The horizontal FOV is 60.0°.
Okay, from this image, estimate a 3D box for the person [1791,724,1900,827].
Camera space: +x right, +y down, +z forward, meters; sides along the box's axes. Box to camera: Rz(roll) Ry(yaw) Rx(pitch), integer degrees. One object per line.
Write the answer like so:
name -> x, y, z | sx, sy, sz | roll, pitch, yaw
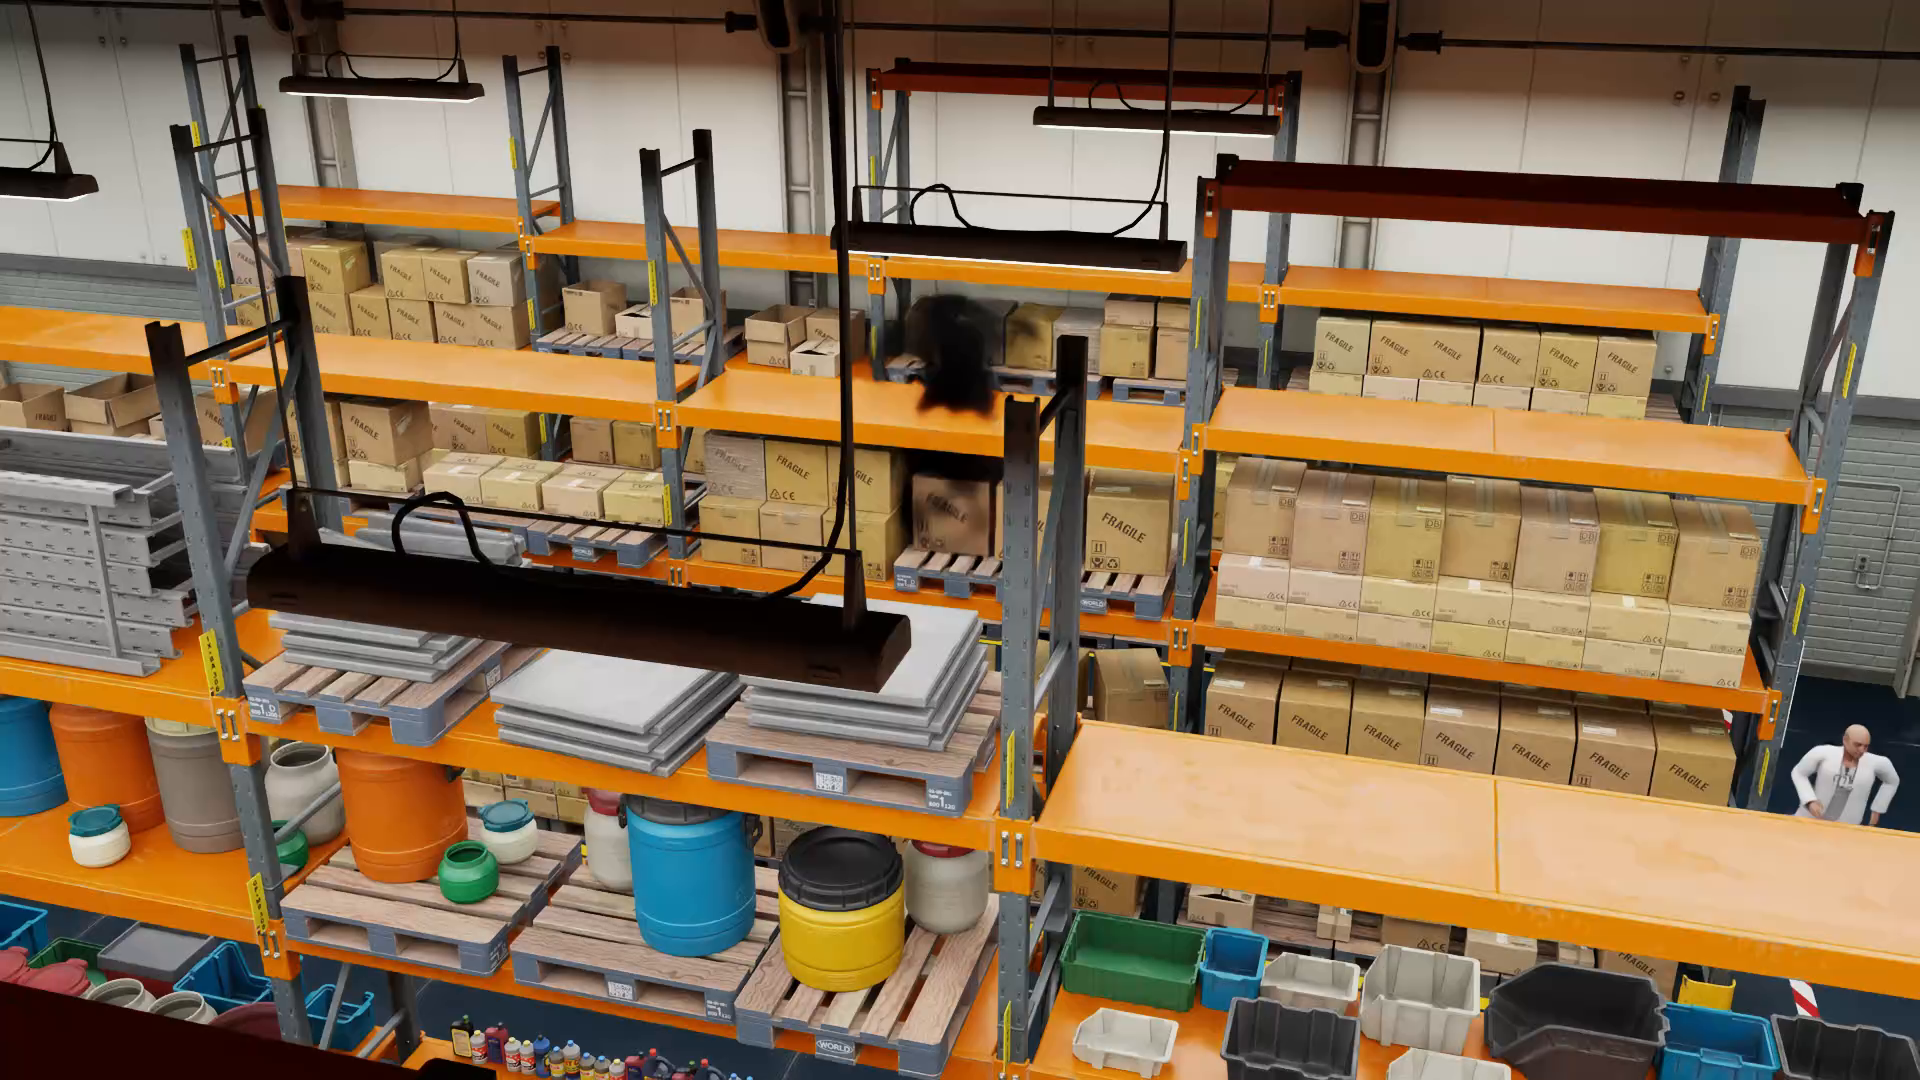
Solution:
person -> 6.971, 2.200, 13.216 | 0.764, 1.725, 0.915 | 8, 24, 18
